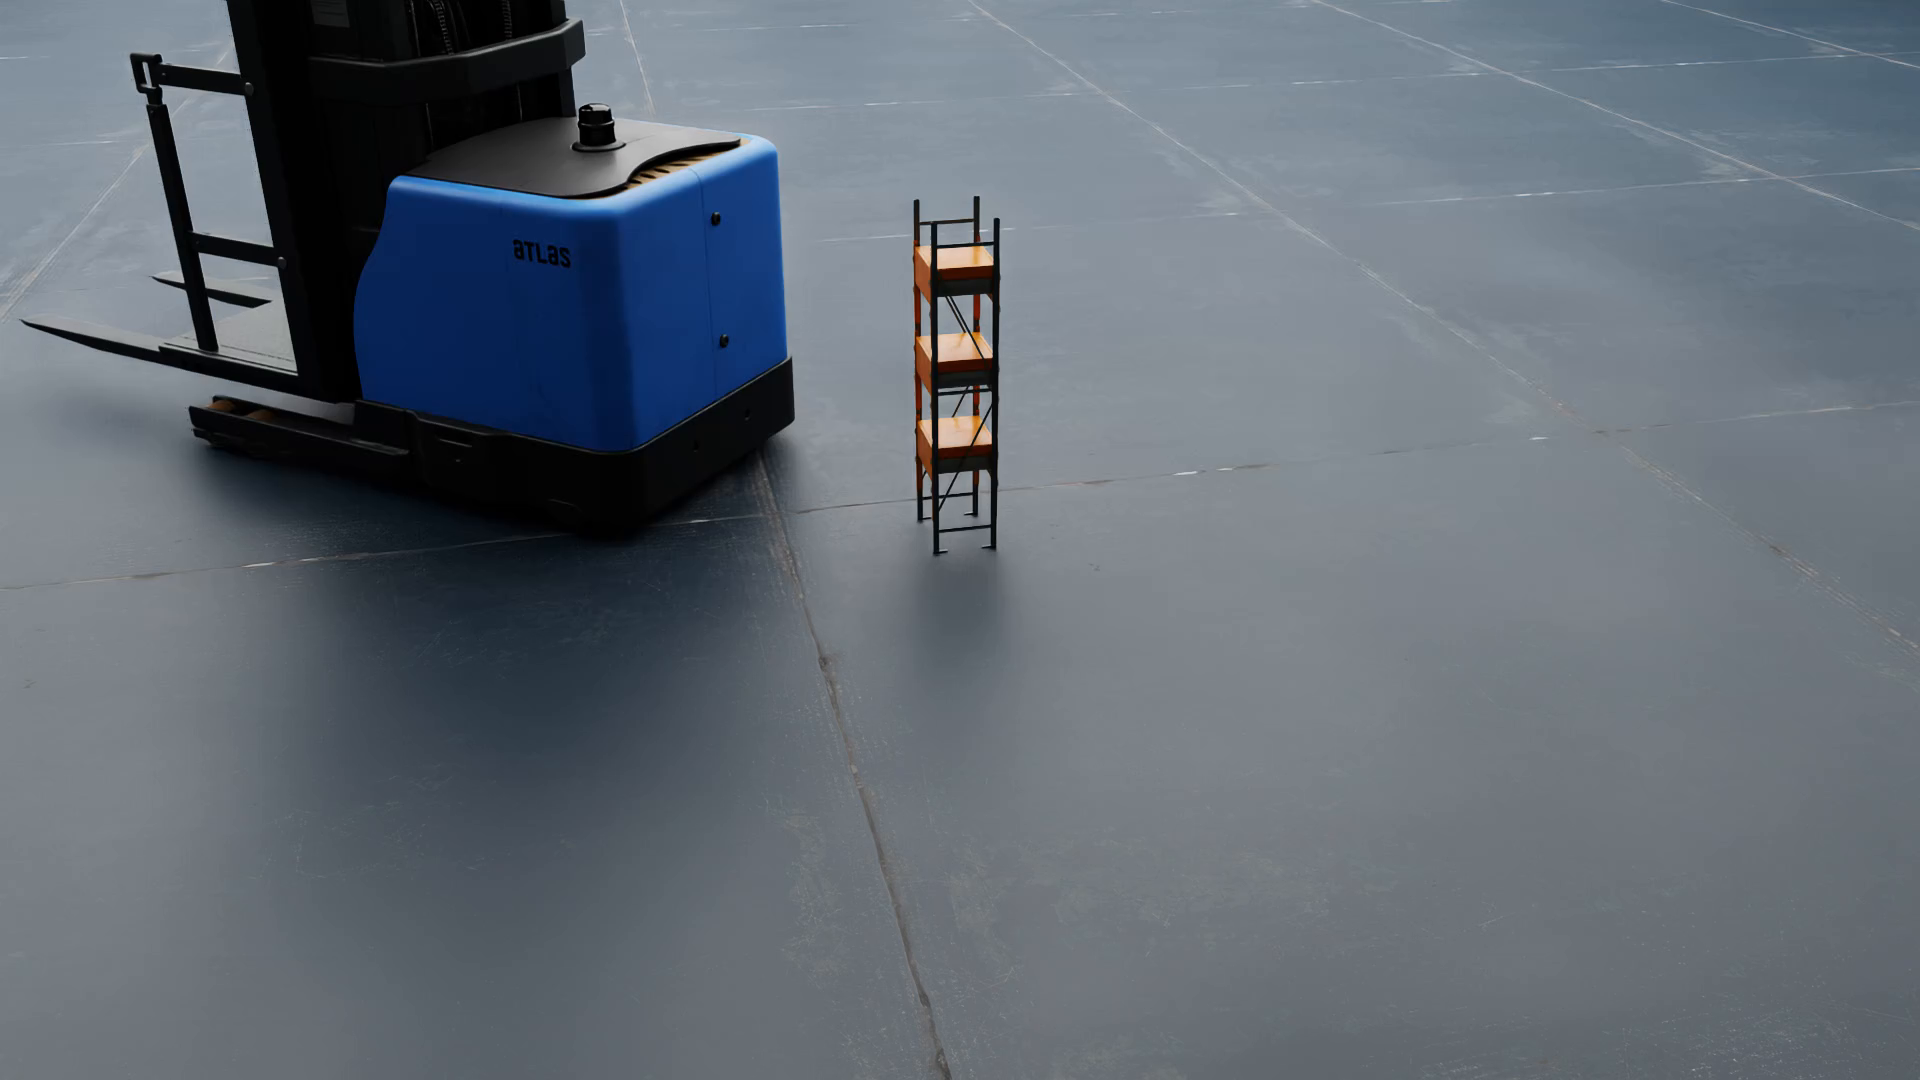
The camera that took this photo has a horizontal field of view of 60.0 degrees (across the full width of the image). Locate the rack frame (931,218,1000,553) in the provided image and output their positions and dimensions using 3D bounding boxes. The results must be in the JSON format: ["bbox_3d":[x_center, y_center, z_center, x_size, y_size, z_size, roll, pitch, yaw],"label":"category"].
[{"bbox_3d":[0.015,-0.439,4.954,0.200,1.050,0.008,-6,27,-12],"label":"rack frame"}]

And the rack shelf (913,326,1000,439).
[{"bbox_3d":[-0.012,-0.483,5.065,0.215,0.259,0.240,-6,27,-12],"label":"rack shelf"}]

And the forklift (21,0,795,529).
[{"bbox_3d":[-2.143,-1.793,5.549,3.031,2.935,1.130,13,29,24],"label":"forklift"}]

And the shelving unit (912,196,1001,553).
[{"bbox_3d":[-0.012,-0.492,5.060,0.215,1.050,0.252,-6,27,-12],"label":"shelving unit"}]

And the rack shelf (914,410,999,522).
[{"bbox_3d":[-0.012,-0.235,5.190,0.215,0.259,0.240,-6,27,-12],"label":"rack shelf"}]

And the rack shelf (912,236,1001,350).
[{"bbox_3d":[-0.012,-0.736,4.937,0.215,0.259,0.240,-6,27,-12],"label":"rack shelf"}]

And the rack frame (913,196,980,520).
[{"bbox_3d":[-0.040,-0.546,5.166,0.200,1.050,0.008,-6,27,-12],"label":"rack frame"}]
